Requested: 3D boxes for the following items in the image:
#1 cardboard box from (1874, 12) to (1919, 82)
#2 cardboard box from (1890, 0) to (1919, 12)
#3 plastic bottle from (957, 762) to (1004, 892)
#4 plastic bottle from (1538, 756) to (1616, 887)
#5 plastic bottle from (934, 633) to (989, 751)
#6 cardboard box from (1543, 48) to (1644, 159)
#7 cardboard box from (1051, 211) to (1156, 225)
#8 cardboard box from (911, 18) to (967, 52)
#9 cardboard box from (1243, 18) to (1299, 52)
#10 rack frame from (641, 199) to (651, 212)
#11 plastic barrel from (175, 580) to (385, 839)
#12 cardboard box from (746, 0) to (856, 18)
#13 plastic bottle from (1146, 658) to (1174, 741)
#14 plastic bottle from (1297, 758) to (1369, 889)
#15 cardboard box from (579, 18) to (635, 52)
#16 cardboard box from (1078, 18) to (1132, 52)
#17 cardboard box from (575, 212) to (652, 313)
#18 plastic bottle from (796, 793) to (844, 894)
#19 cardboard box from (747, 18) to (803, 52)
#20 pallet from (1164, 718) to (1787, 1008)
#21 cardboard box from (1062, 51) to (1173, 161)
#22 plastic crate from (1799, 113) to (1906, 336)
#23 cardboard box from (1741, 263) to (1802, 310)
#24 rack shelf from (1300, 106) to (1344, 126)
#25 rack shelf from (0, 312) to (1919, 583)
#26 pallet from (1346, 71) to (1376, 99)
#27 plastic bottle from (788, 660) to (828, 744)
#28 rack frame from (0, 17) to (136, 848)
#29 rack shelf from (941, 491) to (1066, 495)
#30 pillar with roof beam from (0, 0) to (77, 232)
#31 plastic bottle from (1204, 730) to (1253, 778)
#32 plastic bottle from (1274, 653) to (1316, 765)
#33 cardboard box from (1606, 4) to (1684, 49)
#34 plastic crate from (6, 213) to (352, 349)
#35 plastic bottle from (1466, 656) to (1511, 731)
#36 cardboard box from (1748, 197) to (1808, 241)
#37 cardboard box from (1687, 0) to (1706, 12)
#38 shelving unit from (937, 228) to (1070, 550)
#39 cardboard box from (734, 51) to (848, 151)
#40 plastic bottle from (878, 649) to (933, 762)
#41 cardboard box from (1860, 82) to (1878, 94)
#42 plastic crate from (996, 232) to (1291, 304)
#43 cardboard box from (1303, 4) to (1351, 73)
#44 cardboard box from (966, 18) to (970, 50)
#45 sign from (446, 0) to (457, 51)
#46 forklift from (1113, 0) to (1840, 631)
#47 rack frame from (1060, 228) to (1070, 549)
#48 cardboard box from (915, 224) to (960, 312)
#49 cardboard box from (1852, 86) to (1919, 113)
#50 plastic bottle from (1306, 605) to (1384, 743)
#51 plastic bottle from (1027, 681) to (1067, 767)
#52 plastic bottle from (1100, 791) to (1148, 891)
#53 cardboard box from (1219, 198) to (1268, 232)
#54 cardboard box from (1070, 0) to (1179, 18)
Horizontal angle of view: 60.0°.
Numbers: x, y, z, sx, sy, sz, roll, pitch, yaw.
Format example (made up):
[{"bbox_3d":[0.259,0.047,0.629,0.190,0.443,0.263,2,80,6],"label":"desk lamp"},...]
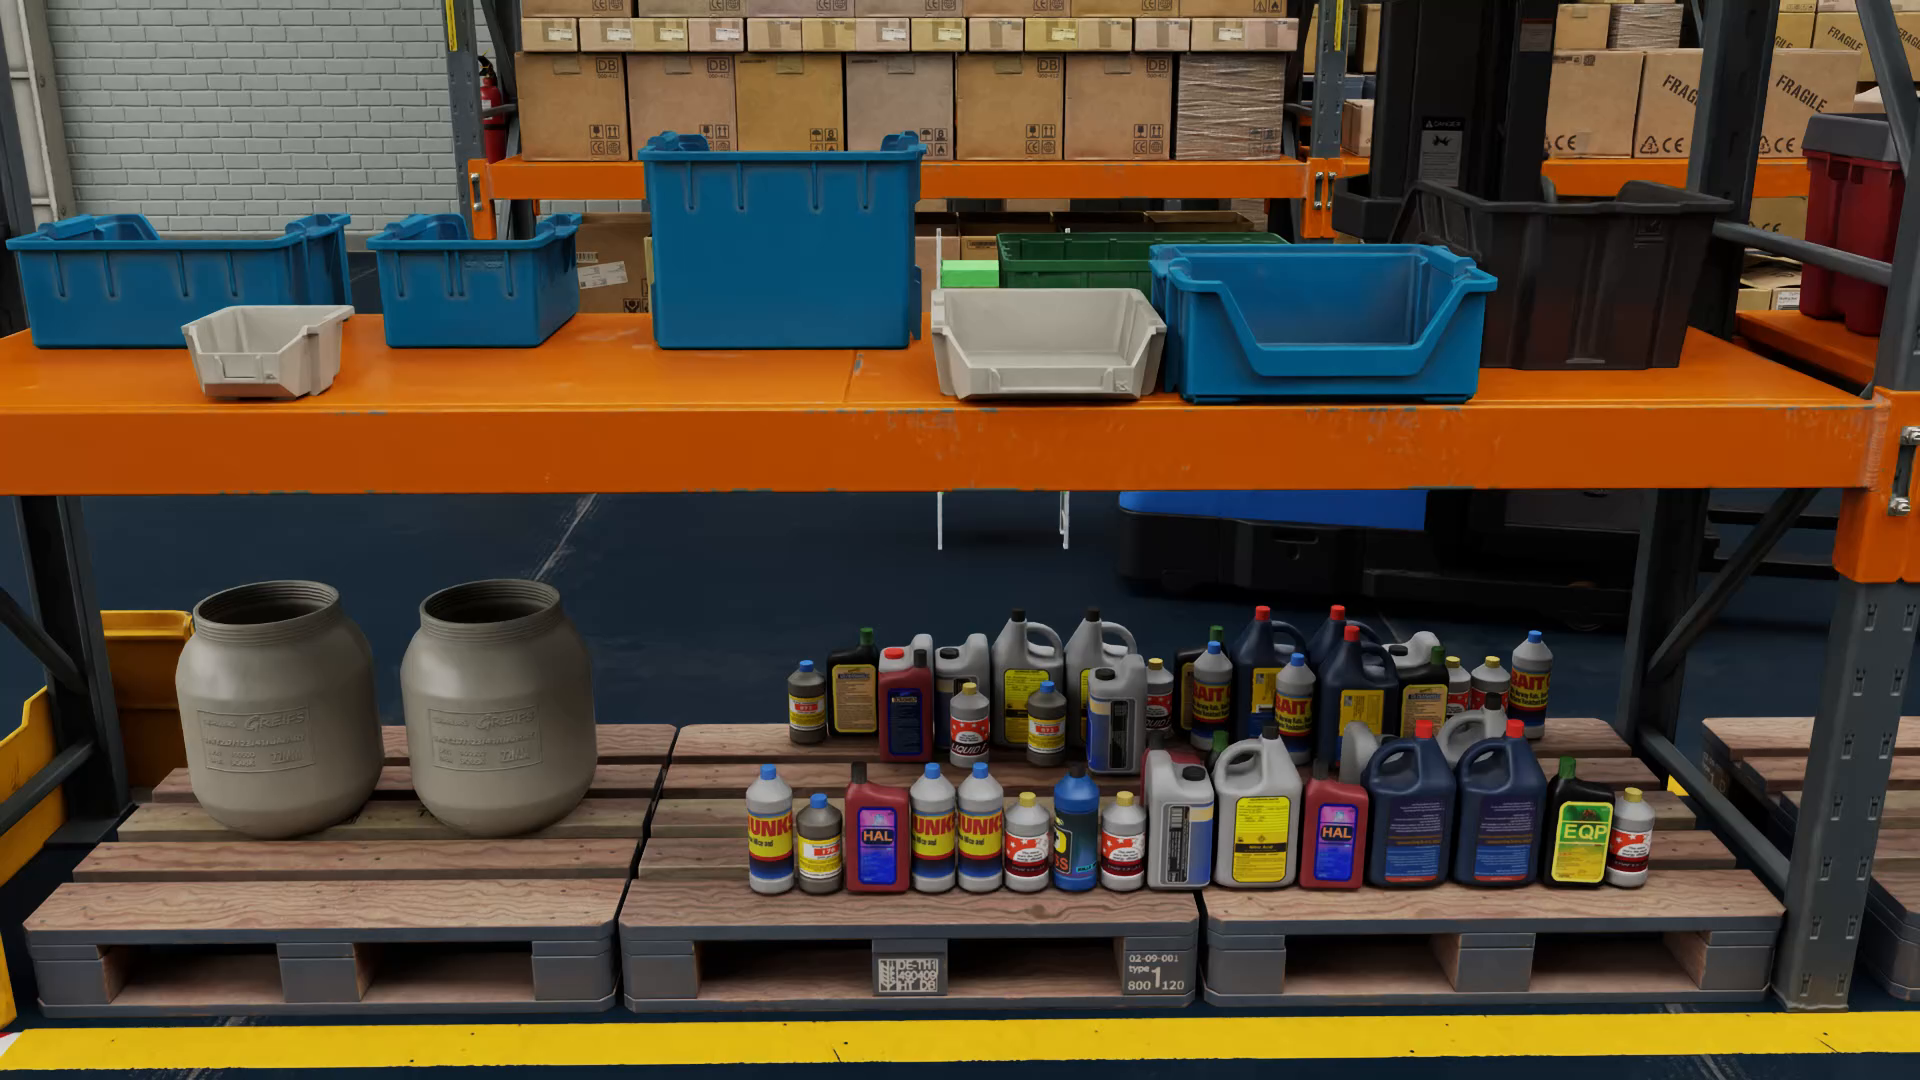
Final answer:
[{"bbox_3d":[7.135,-3.763,12.685,0.500,0.500,0.500,0,18,-1],"label":"cardboard box"},{"bbox_3d":[7.120,-4.124,12.583,0.500,0.250,0.500,0,18,0],"label":"cardboard box"},{"bbox_3d":[0.043,0.600,3.514,0.097,0.271,0.097,0,18,0],"label":"plastic bottle"},{"bbox_3d":[1.306,0.593,3.514,0.133,0.283,0.061,1,18,2],"label":"plastic bottle"},{"bbox_3d":[0.003,0.377,4.201,0.135,0.276,0.152,-1,18,-2],"label":"plastic bottle"},{"bbox_3d":[3.002,-2.155,8.192,0.500,0.500,0.500,1,18,3],"label":"cardboard box"},{"bbox_3d":[0.739,-1.443,8.721,0.500,0.500,0.500,0,18,-1],"label":"cardboard box"},{"bbox_3d":[-0.096,-2.388,7.856,0.250,0.149,0.380,0,18,1],"label":"cardboard box"},{"bbox_3d":[1.439,-2.396,7.881,0.250,0.149,0.380,0,18,-1],"label":"cardboard box"},{"bbox_3d":[-2.374,-3.600,12.860,0.127,3.000,1.000,0,18,-1],"label":"rack frame"},{"bbox_3d":[-1.561,0.384,3.826,0.421,0.512,0.421,0,18,0],"label":"plastic barrel"},{"bbox_3d":[-0.742,-2.758,7.947,0.500,0.500,0.700,0,18,-1],"label":"cardboard box"},{"bbox_3d":[0.496,0.402,4.246,0.097,0.201,0.097,0,18,0],"label":"plastic bottle"},{"bbox_3d":[0.788,0.596,3.506,0.133,0.283,0.061,1,18,3],"label":"plastic bottle"},{"bbox_3d":[-1.632,-2.382,7.836,0.250,0.149,0.380,-1,18,-2],"label":"cardboard box"},{"bbox_3d":[0.667,-2.392,7.868,0.250,0.149,0.380,0,18,-1],"label":"cardboard box"},{"bbox_3d":[-1.761,-1.428,8.676,0.500,0.500,0.500,0,18,-1],"label":"cardboard box"},{"bbox_3d":[-0.296,0.635,3.519,0.097,0.201,0.097,0,18,0],"label":"plastic bottle"},{"bbox_3d":[-0.864,-2.385,7.847,0.250,0.149,0.380,-1,18,-3],"label":"cardboard box"},{"bbox_3d":[1.110,0.725,3.943,1.213,0.211,1.003,0,18,-1],"label":"pallet"},{"bbox_3d":[0.737,-2.145,8.161,0.500,0.500,0.700,0,18,-1],"label":"cardboard box"},{"bbox_3d":[2.261,-0.720,3.776,0.583,0.464,0.402,0,18,-1],"label":"plastic crate"},{"bbox_3d":[4.163,-1.200,8.272,0.500,0.311,0.500,0,18,-1],"label":"cardboard box"},{"bbox_3d":[3.625,-3.286,13.060,4.000,0.370,1.077,0,18,-1],"label":"rack shelf"},{"bbox_3d":[-0.218,-0.241,3.567,4.000,0.370,1.077,0,18,-1],"label":"rack shelf"},{"bbox_3d":[3.646,-3.525,12.940,1.213,0.211,1.003,0,18,-1],"label":"pallet"},{"bbox_3d":[-0.388,0.406,4.232,0.097,0.201,0.097,0,18,0],"label":"plastic bottle"},{"bbox_3d":[-2.218,-0.574,3.427,0.127,3.000,1.000,0,18,-1],"label":"rack frame"},{"bbox_3d":[0.166,-0.283,6.460,0.480,0.148,0.258,0,18,-1],"label":"rack shelf"},{"bbox_3d":[-7.619,-5.381,8.588,0.400,9.000,9.100,0,18,-1],"label":"pillar with roof beam"},{"bbox_3d":[0.600,0.553,3.640,0.133,0.283,0.061,0,18,-1],"label":"plastic bottle"},{"bbox_3d":[0.825,0.411,4.103,0.097,0.271,0.097,0,18,0],"label":"plastic bottle"},{"bbox_3d":[5.155,-3.890,12.881,0.500,0.500,0.700,-2,18,-7],"label":"cardboard box"},{"bbox_3d":[-1.722,-0.597,3.742,0.616,0.251,0.499,0,18,-1],"label":"plastic crate"},{"bbox_3d":[1.355,0.398,4.259,0.097,0.201,0.097,0,18,0],"label":"plastic bottle"},{"bbox_3d":[6.362,-2.778,13.130,0.750,0.750,0.750,-1,18,-2],"label":"cardboard box"},{"bbox_3d":[6.074,-4.276,13.055,0.500,0.250,0.500,0,18,1],"label":"cardboard box"},{"bbox_3d":[0.166,-0.572,6.367,0.503,1.200,0.258,0,18,-1],"label":"shelving unit"},{"bbox_3d":[-0.804,-2.138,8.137,0.500,0.500,0.700,0,18,0],"label":"cardboard box"},{"bbox_3d":[-0.134,0.407,4.096,0.133,0.283,0.061,0,18,-1],"label":"plastic bottle"},{"bbox_3d":[6.986,-3.476,12.852,0.250,0.149,0.380,0,18,0],"label":"cardboard box"},{"bbox_3d":[0.420,-0.572,3.768,0.662,0.188,0.450,0,18,-1],"label":"plastic crate"},{"bbox_3d":[2.694,-3.869,12.814,0.500,0.500,0.700,2,18,5],"label":"cardboard box"},{"bbox_3d":[0.147,-2.513,8.246,0.250,0.149,0.380,-1,18,-2],"label":"cardboard box"},{"bbox_3d":[-2.289,-2.368,7.470,0.005,0.325,0.100,0,18,-1],"label":"sign"},{"bbox_3d":[2.126,-1.254,5.657,3.031,2.935,1.130,4,18,12],"label":"forklift"},{"bbox_3d":[0.409,-0.573,6.370,0.015,1.200,0.240,0,18,-1],"label":"rack frame"},{"bbox_3d":[-0.253,-1.276,8.201,0.500,0.500,0.500,0,18,-1],"label":"cardboard box"},{"bbox_3d":[4.810,-2.138,8.448,0.500,0.311,0.500,0,18,-2],"label":"cardboard box"},{"bbox_3d":[0.968,0.335,4.208,0.185,0.351,0.144,0,18,1],"label":"plastic bottle"},{"bbox_3d":[0.214,0.447,4.104,0.097,0.201,0.097,0,18,0],"label":"plastic bottle"},{"bbox_3d":[0.347,0.632,3.529,0.097,0.201,0.097,0,18,0],"label":"plastic bottle"},{"bbox_3d":[2.361,-2.647,13.261,0.500,0.500,0.700,0,18,1],"label":"cardboard box"},{"bbox_3d":[0.759,-2.765,7.968,0.500,0.500,0.700,0,18,-1],"label":"cardboard box"}]
